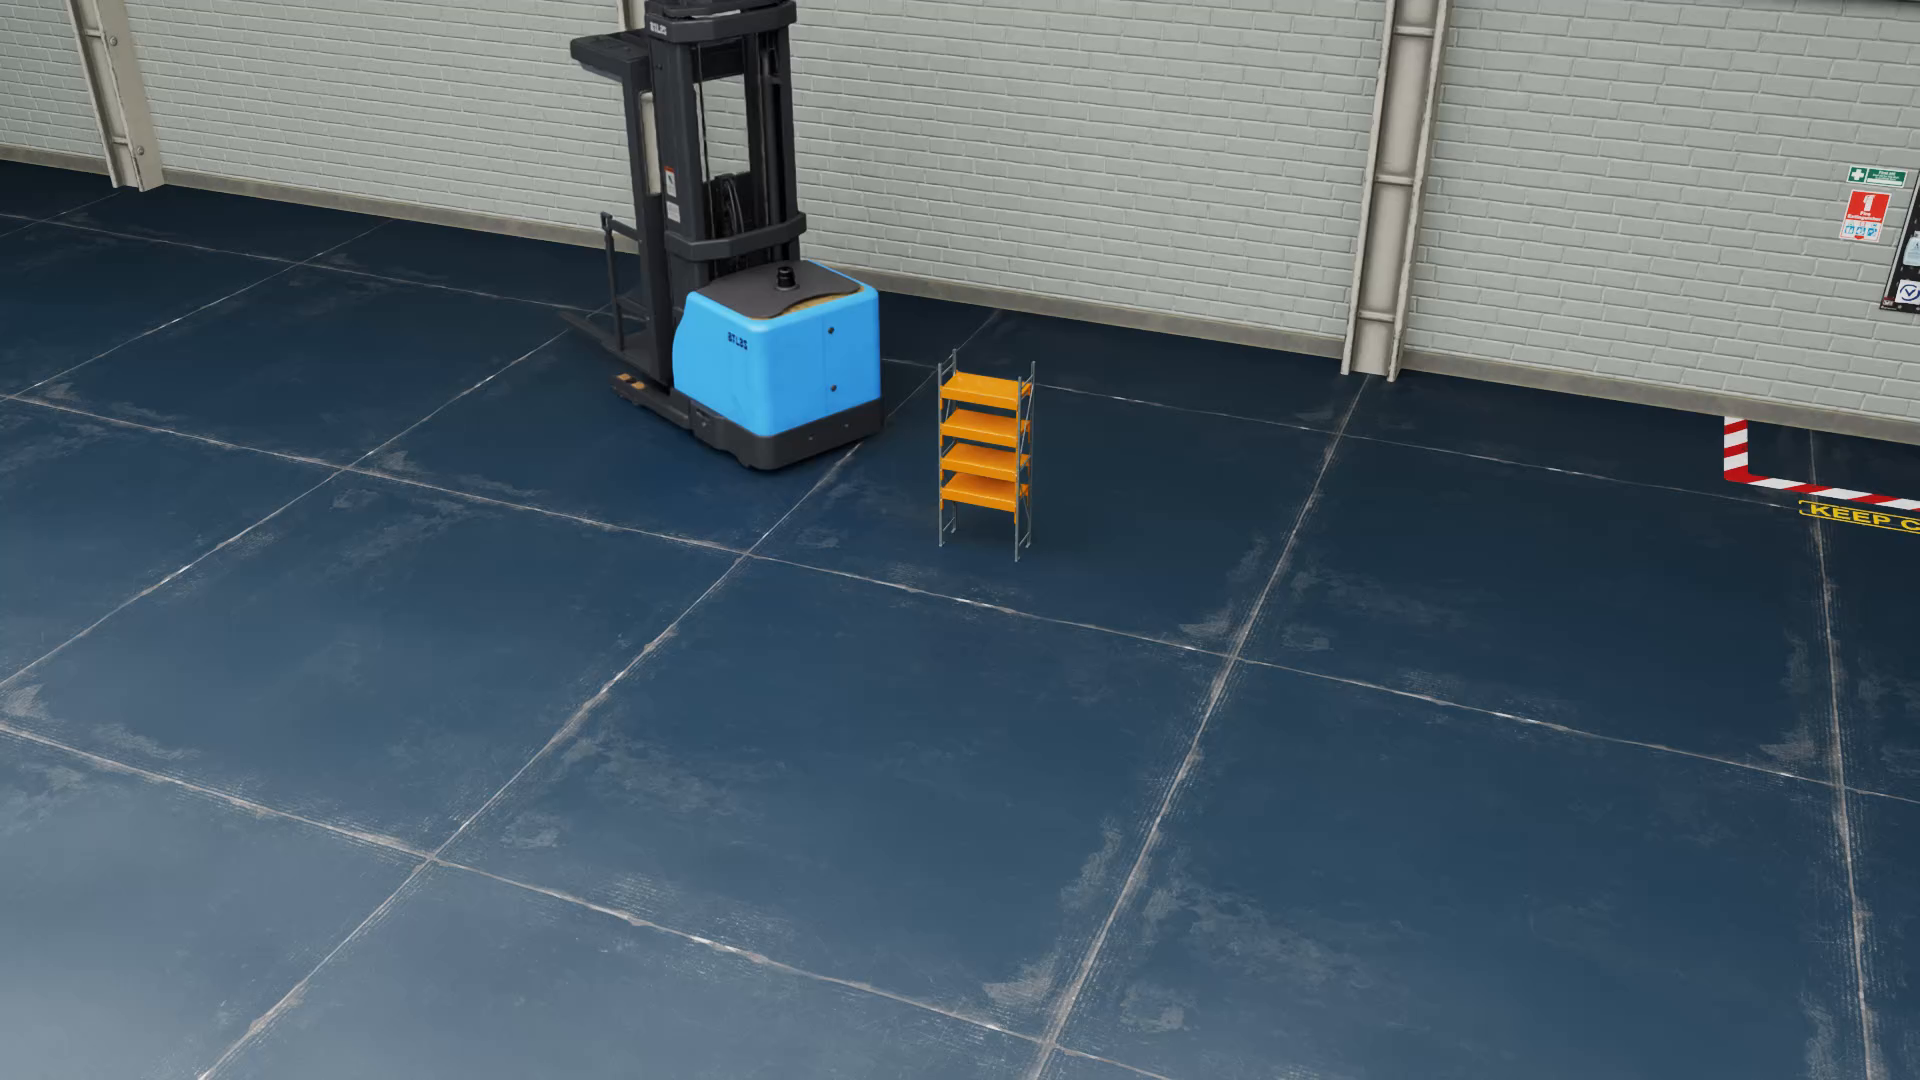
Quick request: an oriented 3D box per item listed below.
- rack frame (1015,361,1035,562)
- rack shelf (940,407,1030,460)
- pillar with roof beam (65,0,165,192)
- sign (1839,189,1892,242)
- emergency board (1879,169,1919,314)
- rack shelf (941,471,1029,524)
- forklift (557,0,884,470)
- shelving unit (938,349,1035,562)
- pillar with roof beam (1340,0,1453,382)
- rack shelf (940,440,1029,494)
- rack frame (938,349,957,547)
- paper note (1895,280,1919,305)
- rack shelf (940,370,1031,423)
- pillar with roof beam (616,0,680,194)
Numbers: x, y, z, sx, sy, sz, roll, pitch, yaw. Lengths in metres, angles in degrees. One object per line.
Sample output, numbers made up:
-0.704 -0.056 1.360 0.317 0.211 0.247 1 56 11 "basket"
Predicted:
0.379 -0.447 9.732 0.015 1.200 0.240 11 31 19 "rack frame"
0.153 -0.628 9.735 0.480 0.148 0.258 11 31 19 "rack shelf"
-9.672 -5.443 10.646 0.400 9.000 9.100 11 31 19 "pillar with roof beam"
5.876 -2.104 10.799 0.234 0.329 0.001 11 31 19 "sign"
6.349 -1.949 10.561 0.626 1.169 0.157 11 31 19 "emergency board"
0.153 -0.260 9.943 0.480 0.148 0.258 11 31 19 "rack shelf"
-1.863 -2.378 11.390 1.130 2.935 3.031 -23 37 -35 "forklift"
0.153 -0.492 9.812 0.503 1.200 0.258 11 31 19 "shelving unit"
1.447 -3.223 6.718 0.400 9.000 9.100 11 31 19 "pillar with roof beam"
0.153 -0.433 9.845 0.480 0.148 0.258 11 31 19 "rack shelf"
-0.073 -0.537 9.892 0.015 1.200 0.240 11 31 19 "rack frame"
6.212 -1.620 10.874 0.142 0.148 0.016 11 31 19 "paper note"
0.153 -0.834 9.619 0.480 0.148 0.258 11 31 19 "rack shelf"
-4.113 -4.333 8.682 0.400 9.000 9.100 11 31 19 "pillar with roof beam"
